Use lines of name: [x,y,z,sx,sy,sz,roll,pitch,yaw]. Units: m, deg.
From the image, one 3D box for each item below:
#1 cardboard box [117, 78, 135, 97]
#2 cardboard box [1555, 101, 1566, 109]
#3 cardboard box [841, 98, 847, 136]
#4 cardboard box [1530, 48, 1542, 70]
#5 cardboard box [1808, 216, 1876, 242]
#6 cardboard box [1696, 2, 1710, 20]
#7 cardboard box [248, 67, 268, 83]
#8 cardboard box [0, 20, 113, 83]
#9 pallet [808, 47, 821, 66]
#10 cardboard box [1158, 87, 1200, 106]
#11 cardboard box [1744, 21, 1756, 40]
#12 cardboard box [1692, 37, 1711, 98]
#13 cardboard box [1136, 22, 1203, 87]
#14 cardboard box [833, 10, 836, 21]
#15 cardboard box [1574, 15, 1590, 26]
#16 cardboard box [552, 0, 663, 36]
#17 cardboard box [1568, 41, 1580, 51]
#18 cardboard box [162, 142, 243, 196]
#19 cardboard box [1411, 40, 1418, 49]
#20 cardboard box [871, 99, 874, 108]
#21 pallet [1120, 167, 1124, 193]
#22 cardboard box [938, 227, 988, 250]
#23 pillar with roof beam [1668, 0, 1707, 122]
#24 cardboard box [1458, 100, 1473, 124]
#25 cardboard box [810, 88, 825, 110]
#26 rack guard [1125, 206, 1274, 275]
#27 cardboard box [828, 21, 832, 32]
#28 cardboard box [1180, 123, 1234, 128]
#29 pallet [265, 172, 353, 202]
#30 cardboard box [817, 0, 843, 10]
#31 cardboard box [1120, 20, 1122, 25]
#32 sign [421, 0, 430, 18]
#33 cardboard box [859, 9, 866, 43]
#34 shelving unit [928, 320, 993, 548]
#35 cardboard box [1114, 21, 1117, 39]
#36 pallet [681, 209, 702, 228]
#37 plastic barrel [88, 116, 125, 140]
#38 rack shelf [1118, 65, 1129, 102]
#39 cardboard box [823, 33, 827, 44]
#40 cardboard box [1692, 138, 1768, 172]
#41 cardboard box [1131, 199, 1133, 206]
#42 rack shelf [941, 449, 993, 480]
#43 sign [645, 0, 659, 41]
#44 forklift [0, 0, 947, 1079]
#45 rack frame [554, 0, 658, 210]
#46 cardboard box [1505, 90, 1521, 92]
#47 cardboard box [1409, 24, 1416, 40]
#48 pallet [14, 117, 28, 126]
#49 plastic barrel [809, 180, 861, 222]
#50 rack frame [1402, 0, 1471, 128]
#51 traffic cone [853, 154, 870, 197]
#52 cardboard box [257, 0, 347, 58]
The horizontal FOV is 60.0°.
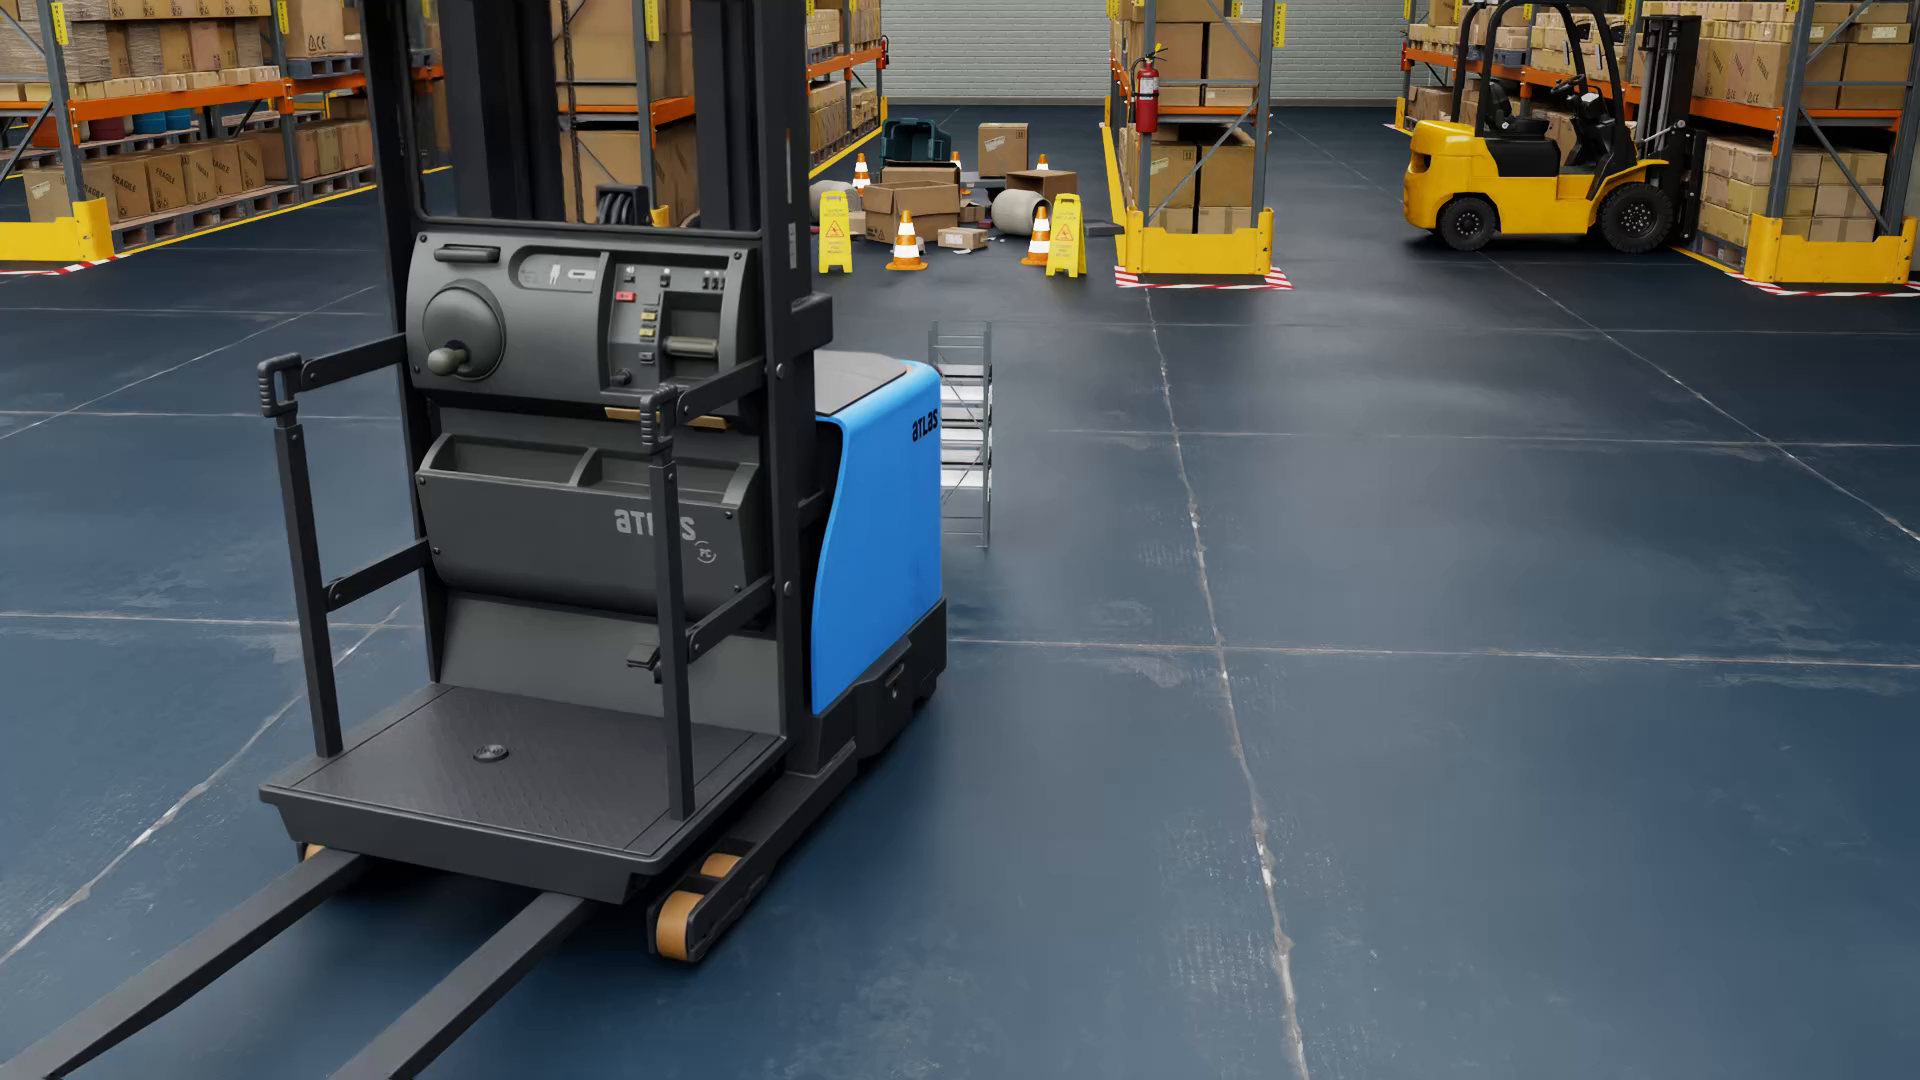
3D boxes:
cardboard box: [-7.614,-4.038,14.832,0.380,0.149,0.250,1,18,4]
cardboard box: [7.864,-5.552,21.348,0.380,0.149,0.250,2,18,6]
cardboard box: [-1.940,-6.202,24.375,0.500,0.500,0.500,1,18,3]
cardboard box: [7.195,-5.792,20.022,0.500,0.250,0.500,1,18,4]
cardboard box: [7.127,-2.552,13.634,0.500,0.250,0.500,1,18,4]
cardboard box: [6.851,-4.756,14.940,0.380,0.149,0.250,1,18,4]
cardboard box: [-7.402,-4.814,17.200,0.380,0.149,0.250,1,18,4]
cardboard box: [-7.872,-4.201,14.287,0.875,0.500,0.500,1,18,4]
pallet: [-2.481,-6.317,21.691,1.213,0.211,1.003,1,18,4]
cardboard box: [1.759,-3.622,13.562,0.380,0.149,0.250,2,18,6]
cardboard box: [6.740,-4.216,13.771,0.380,0.149,0.250,1,18,4]
cardboard box: [6.778,-4.193,14.742,0.500,0.500,0.500,1,18,4]
cardboard box: [1.710,-3.984,13.625,0.500,0.500,0.500,1,18,3]
cardboard box: [-1.991,-7.577,24.002,0.380,0.149,0.250,1,18,2]
cardboard box: [6.990,-5.701,18.303,0.380,0.149,0.250,1,18,2]
cardboard box: [-2.934,-4.398,13.553,0.875,0.550,0.550,1,18,4]
cardboard box: [7.091,-5.552,18.488,0.500,0.250,0.500,2,18,5]
cardboard box: [-7.754,-3.794,17.025,0.500,0.500,0.500,7,20,21]
cardboard box: [7.747,-8.264,27.731,0.380,0.149,0.250,1,18,3]
cardboard box: [-1.641,-7.323,27.881,0.380,0.149,0.250,1,18,2]
pallet: [2.371,-4.159,19.277,1.003,0.211,1.213,1,18,4]
cardboard box: [0.025,-2.717,14.977,0.380,0.149,0.250,12,22,32]
pillar with roof beam: [3.982,-8.517,18.464,9.100,9.000,0.400,1,18,4]
cardboard box: [7.498,-6.104,24.074,0.500,0.500,0.500,2,18,6]
cardboard box: [-2.098,-5.918,22.303,0.500,0.250,0.500,1,18,3]
rack guard: [1.951,-2.456,13.615,1.175,0.500,0.348,1,18,4]
cardboard box: [-2.024,-7.276,23.562,0.380,0.149,0.250,1,18,2]
cardboard box: [2.458,-3.922,16.612,0.500,0.500,0.500,1,18,3]
pallet: [-7.598,-4.000,18.793,1.003,0.211,1.213,1,18,4]
cardboard box: [-1.863,-8.225,24.963,0.500,0.500,0.500,2,18,5]
cardboard box: [2.295,-6.794,21.073,0.500,0.500,0.500,1,18,2]
sign: [-6.823,-6.829,21.216,0.100,0.325,0.005,1,18,4]
cardboard box: [-1.752,-8.073,26.104,0.500,0.500,0.500,1,18,3]
shelving unit: [0.001,-0.430,6.791,0.258,0.900,0.210,1,18,4]
cardboard box: [2.493,-7.383,24.076,0.500,0.250,0.500,1,18,2]
pallet: [-2.930,-3.002,15.746,1.003,0.211,1.213,1,18,4]
plastic barrel: [-12.207,-5.993,23.595,0.600,0.588,0.708,1,18,4]
rack shelf: [2.376,-5.142,18.953,1.077,0.370,4.000,1,18,4]
cardboard box: [-2.060,-6.974,23.118,0.380,0.149,0.250,2,18,6]
cardboard box: [6.676,-3.344,14.448,0.500,0.250,0.500,2,18,5]
cardboard box: [1.780,-2.931,14.792,0.500,0.250,0.500,1,18,4]
rack shelf: [0.001,-0.313,6.829,0.258,0.077,0.200,1,18,4]
sign: [-2.446,-4.134,13.205,0.100,0.325,0.005,1,18,4]
forklift: [-1.016,-0.545,3.880,1.130,2.935,3.031,6,19,19]
rack frame: [-2.999,-3.699,13.396,1.000,3.000,0.127,1,18,4]
cardboard box: [8.005,-6.355,23.798,0.380,0.149,0.250,1,18,4]
cardboard box: [7.743,-8.415,27.550,0.500,0.250,0.500,1,18,4]
pallet: [-16.734,-7.437,29.280,1.003,0.211,1.213,1,18,4]
plastic barrel: [-1.264,-3.331,16.408,0.512,0.421,0.421,17,25,41]
rack frame: [8.044,-8.480,27.985,1.000,3.000,0.127,1,18,4]
traffic cone: [-1.110,-4.119,18.750,0.336,0.463,0.334,1,18,4]
cardboard box: [-7.456,-5.812,18.205,1.000,1.000,1.000,1,18,4]
